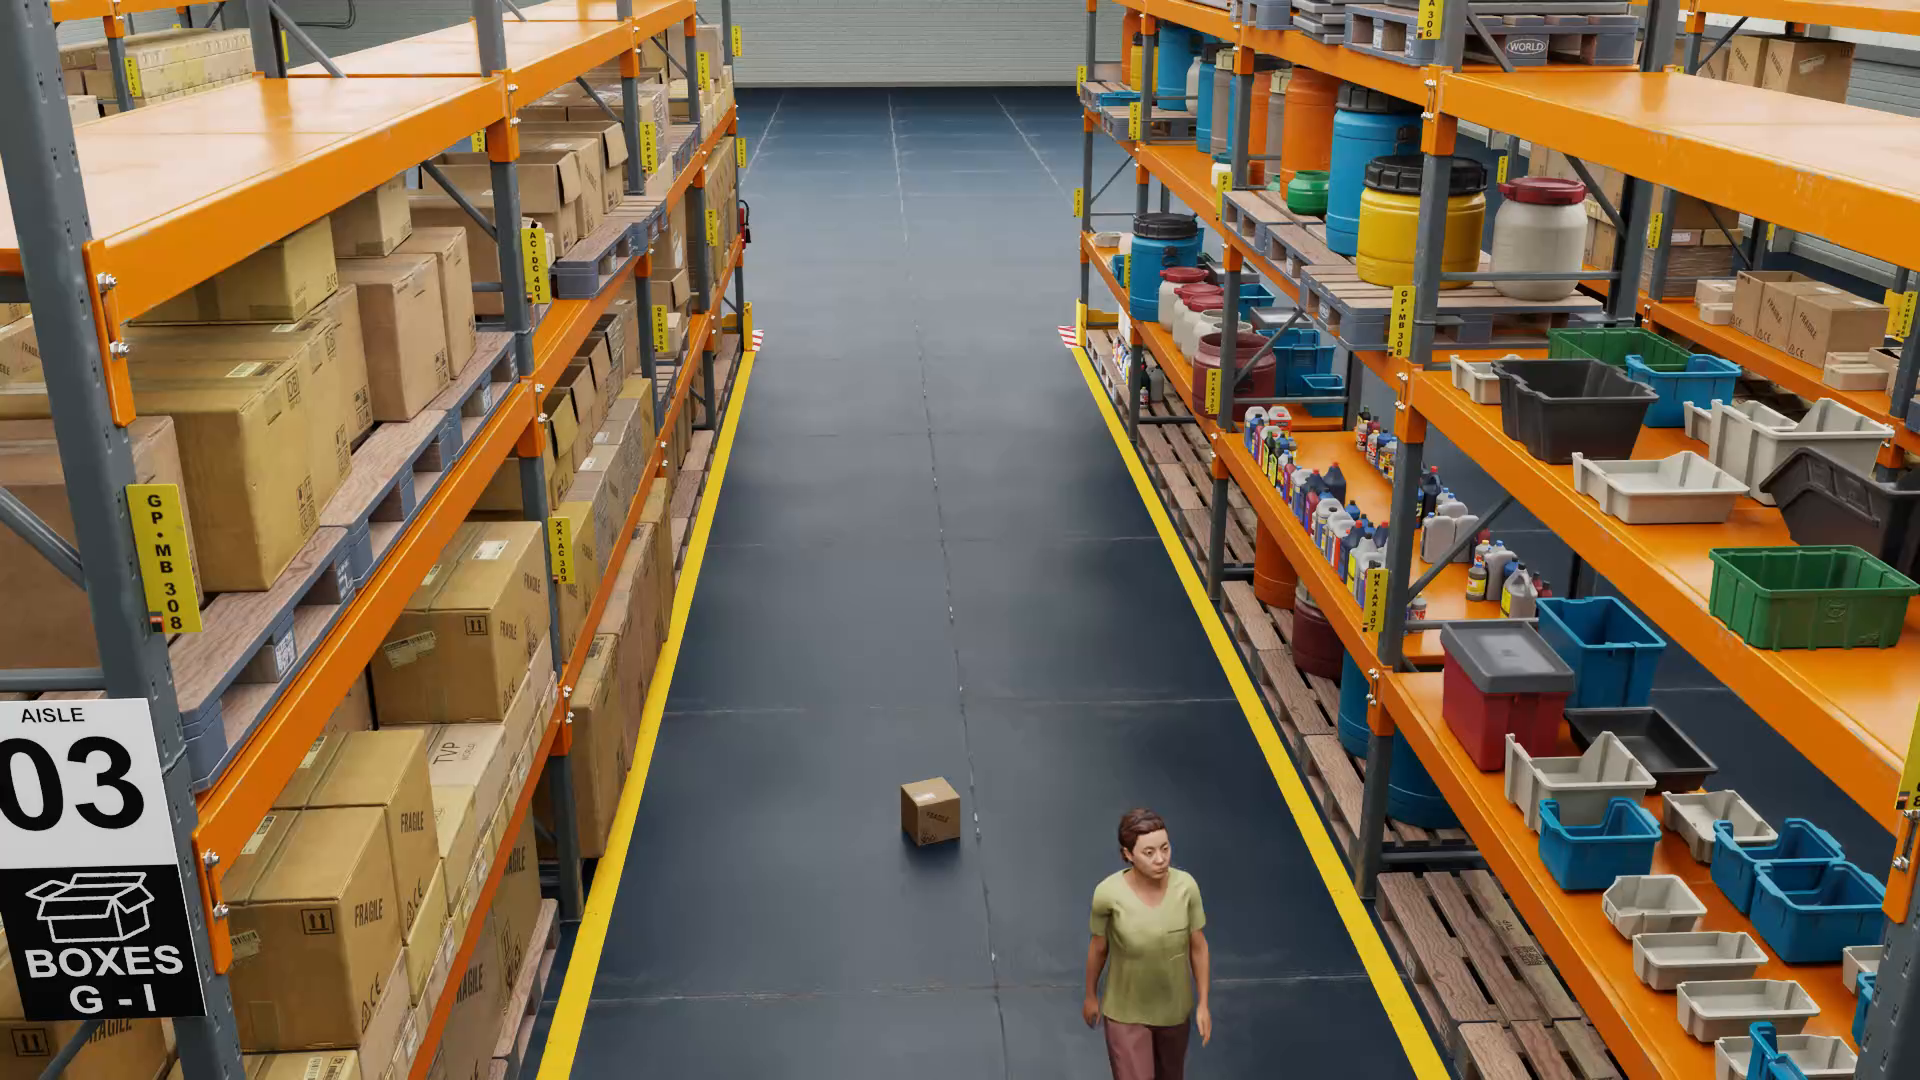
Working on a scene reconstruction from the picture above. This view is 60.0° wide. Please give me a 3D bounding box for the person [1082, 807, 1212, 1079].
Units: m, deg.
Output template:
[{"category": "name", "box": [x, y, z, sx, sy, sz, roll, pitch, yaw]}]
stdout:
[{"category": "person", "box": [0.722, 1.773, 6.340, 0.454, 1.631, 0.946, -4, 21, -11]}]
